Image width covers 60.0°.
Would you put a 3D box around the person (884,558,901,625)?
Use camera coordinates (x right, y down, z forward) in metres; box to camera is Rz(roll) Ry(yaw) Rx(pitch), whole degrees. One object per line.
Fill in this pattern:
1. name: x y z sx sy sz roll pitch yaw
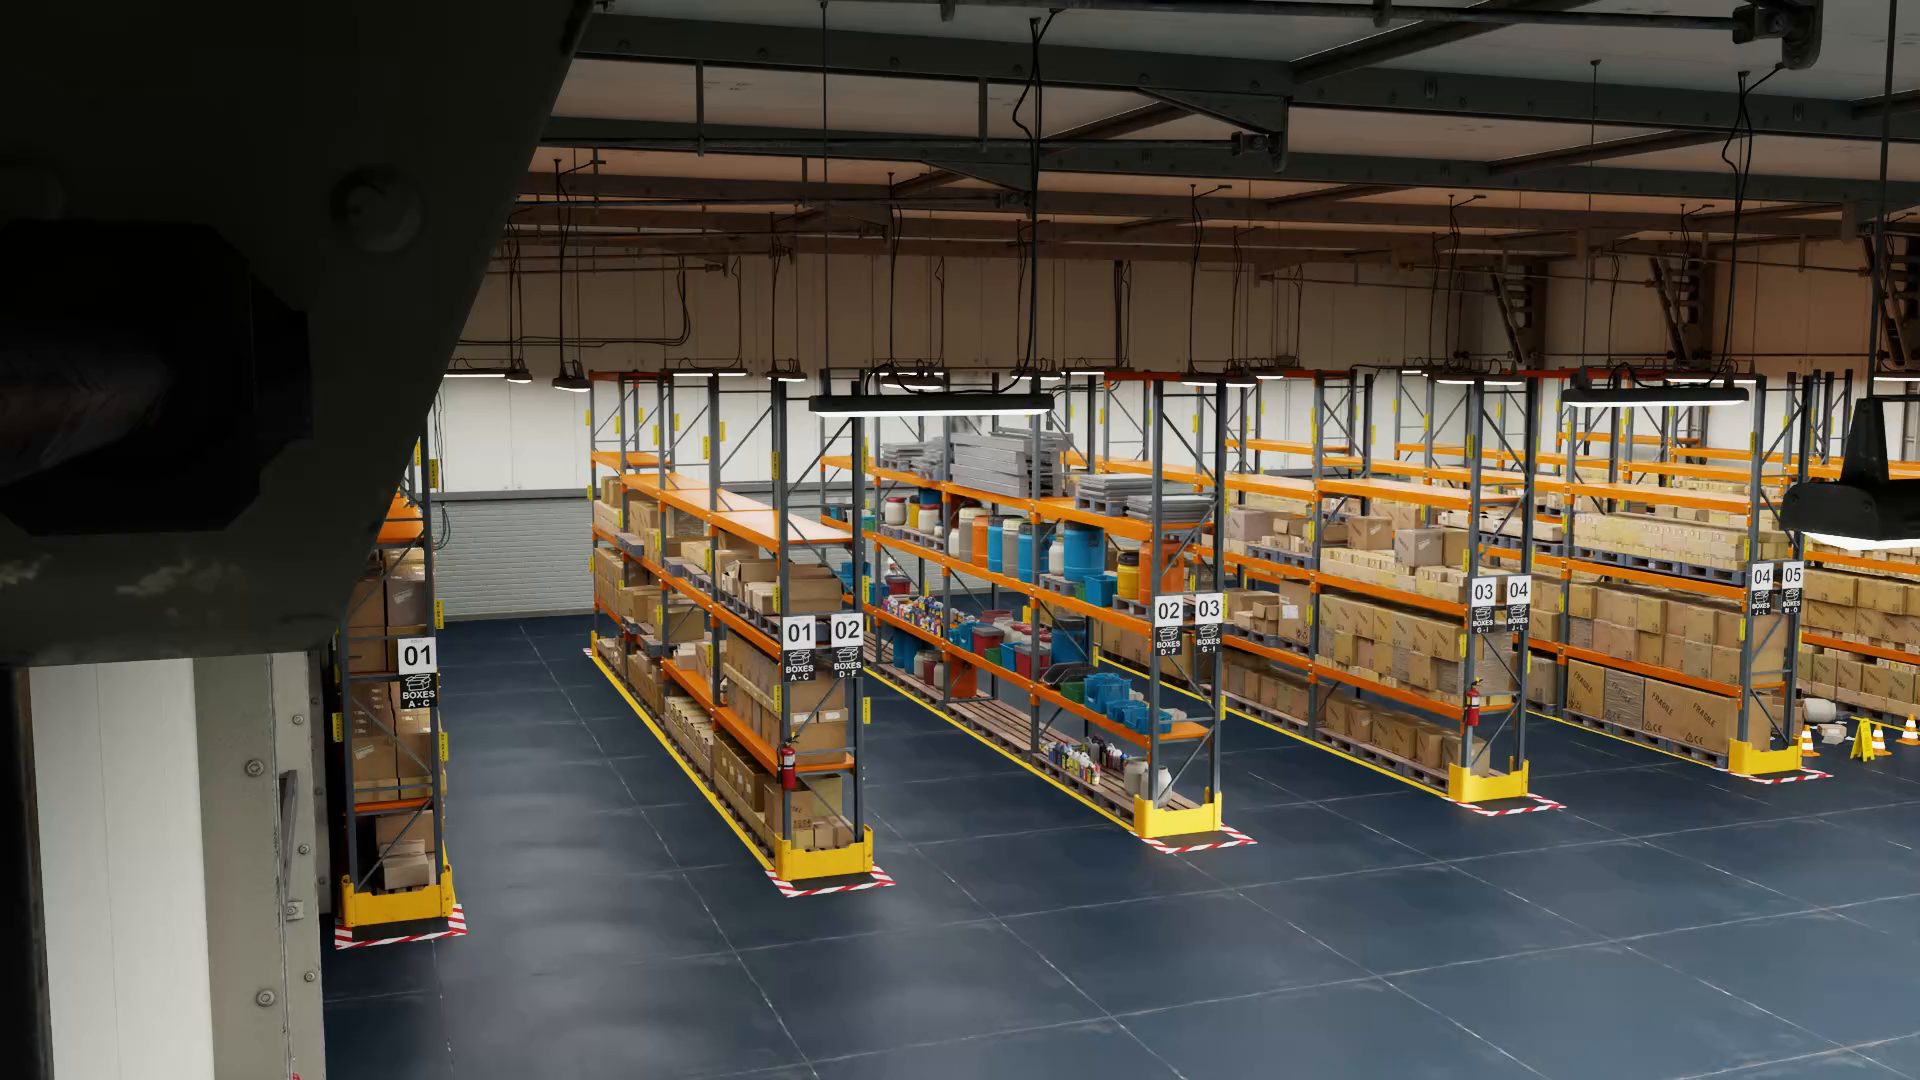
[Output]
1. person: -1.520 1.228 38.275 0.669 1.730 0.805 4 8 32
